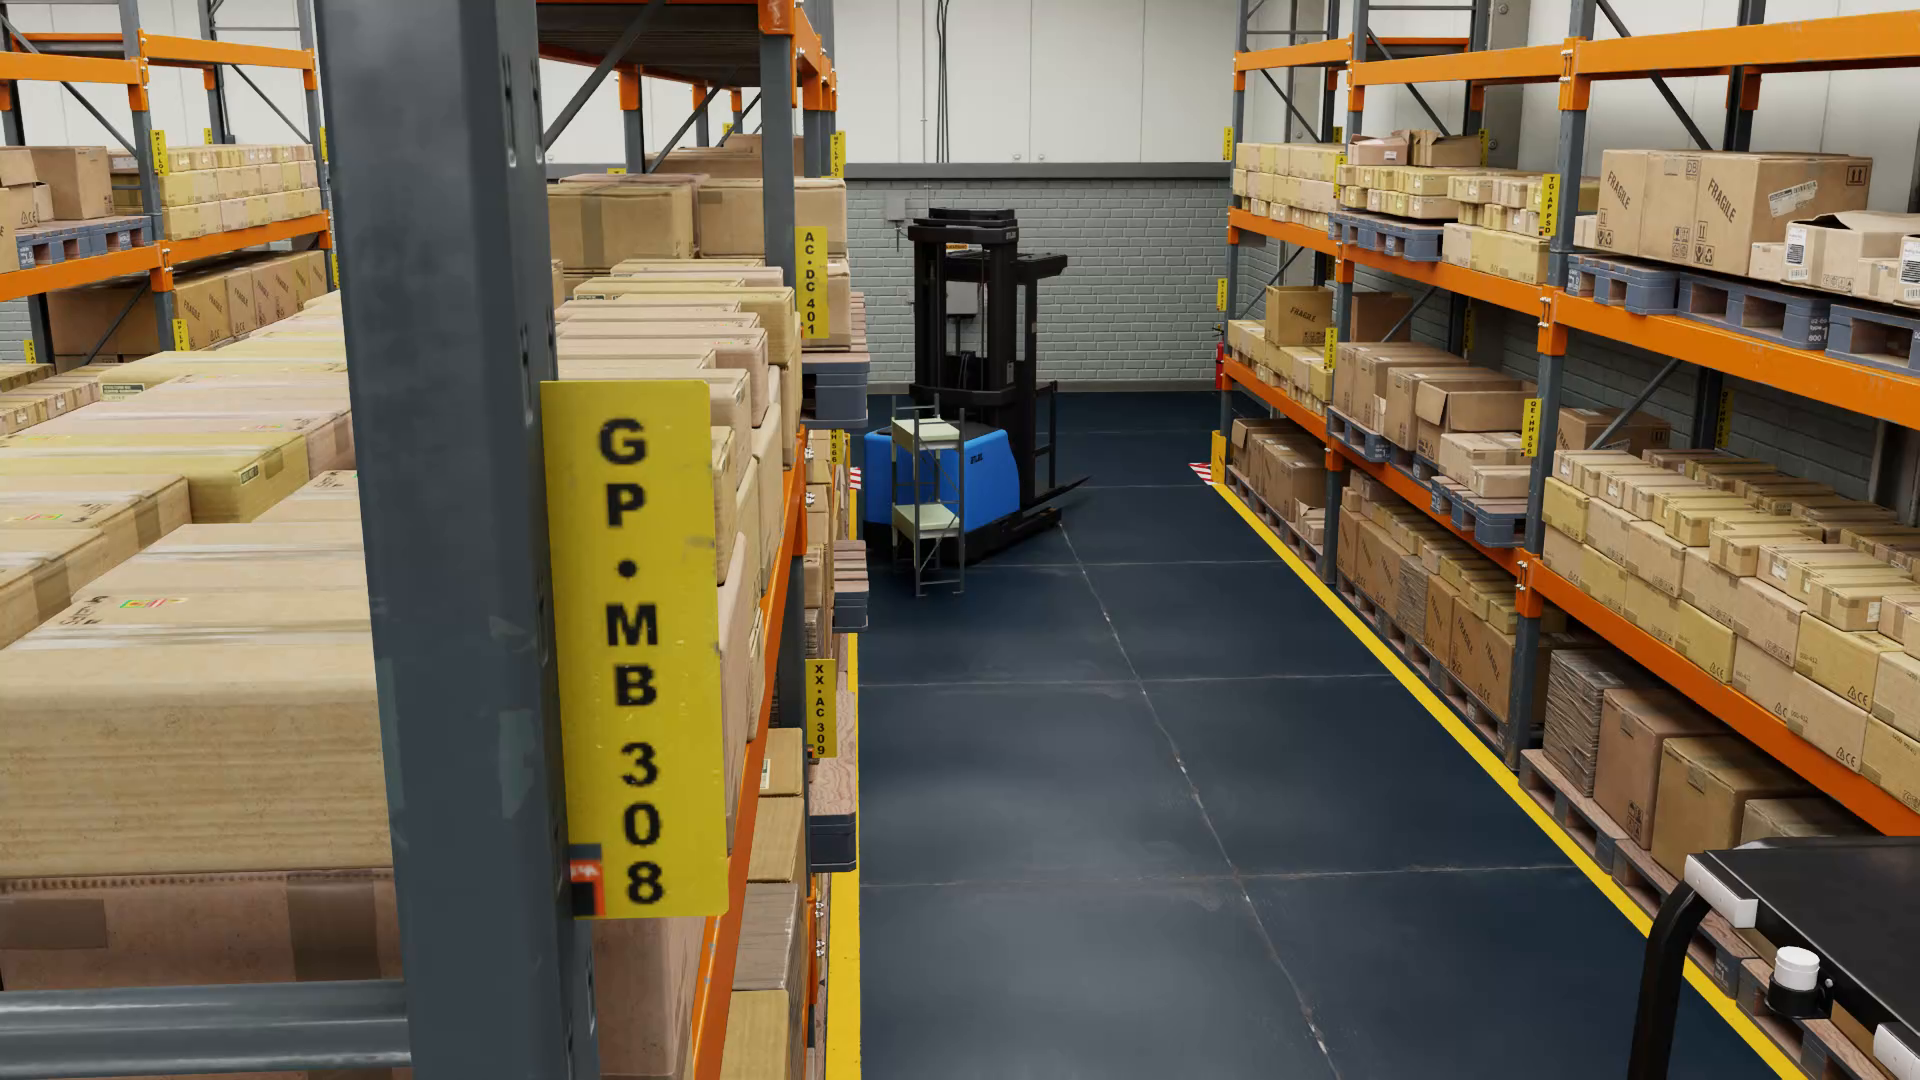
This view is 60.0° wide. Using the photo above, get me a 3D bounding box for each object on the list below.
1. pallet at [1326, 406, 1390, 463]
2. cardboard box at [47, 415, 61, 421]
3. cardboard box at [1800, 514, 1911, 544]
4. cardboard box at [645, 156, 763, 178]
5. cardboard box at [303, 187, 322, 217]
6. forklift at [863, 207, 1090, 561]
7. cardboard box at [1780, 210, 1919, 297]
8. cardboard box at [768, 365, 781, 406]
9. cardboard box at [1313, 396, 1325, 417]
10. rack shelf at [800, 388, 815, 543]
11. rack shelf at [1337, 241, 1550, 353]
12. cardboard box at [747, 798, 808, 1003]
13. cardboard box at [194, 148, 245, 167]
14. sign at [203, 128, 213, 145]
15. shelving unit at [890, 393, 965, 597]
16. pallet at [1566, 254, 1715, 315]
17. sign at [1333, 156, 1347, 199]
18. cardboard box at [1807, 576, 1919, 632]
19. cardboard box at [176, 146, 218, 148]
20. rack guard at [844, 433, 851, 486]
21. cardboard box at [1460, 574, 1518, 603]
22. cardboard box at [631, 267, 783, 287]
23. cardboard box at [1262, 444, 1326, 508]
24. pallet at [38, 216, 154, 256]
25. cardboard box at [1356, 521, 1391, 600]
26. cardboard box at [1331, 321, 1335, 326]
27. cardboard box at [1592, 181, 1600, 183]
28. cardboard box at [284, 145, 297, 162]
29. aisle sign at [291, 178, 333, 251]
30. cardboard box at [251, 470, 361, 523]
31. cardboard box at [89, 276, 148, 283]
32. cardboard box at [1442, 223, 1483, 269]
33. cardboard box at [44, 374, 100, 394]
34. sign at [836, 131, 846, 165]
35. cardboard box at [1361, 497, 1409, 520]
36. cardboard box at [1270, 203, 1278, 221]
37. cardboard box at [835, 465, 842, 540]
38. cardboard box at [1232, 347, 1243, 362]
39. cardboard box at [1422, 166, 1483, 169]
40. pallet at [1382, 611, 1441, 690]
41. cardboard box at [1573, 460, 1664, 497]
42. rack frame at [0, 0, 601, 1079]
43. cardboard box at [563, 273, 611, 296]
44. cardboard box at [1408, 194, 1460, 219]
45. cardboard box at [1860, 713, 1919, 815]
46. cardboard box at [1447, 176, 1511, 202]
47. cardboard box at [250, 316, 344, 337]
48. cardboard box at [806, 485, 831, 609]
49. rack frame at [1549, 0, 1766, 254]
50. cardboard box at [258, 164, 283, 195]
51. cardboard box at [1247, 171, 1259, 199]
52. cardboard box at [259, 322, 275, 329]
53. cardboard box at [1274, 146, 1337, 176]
[{"bbox_3d":[3.420,-0.815,12.559,1.003,0.211,1.213,-1,14,-3],"label":"pallet"},{"bbox_3d":[-6.102,-0.731,10.913,0.380,0.149,0.250,-1,14,-3],"label":"cardboard box"},{"bbox_3d":[4.064,-0.017,7.569,0.380,0.149,0.250,0,14,-2],"label":"cardboard box"},{"bbox_3d":[-1.401,-1.833,9.062,0.797,0.503,0.637,-2,15,-7],"label":"cardboard box"},{"bbox_3d":[-6.365,-3.195,15.705,0.500,0.250,0.500,-1,14,-5],"label":"cardboard box"},{"bbox_3d":[0.296,-1.557,15.195,1.130,2.935,3.031,8,16,27],"label":"forklift"},{"bbox_3d":[3.639,-1.147,6.581,0.500,0.311,0.500,-1,14,-5],"label":"cardboard box"},{"bbox_3d":[-0.634,-0.207,3.495,0.500,0.250,0.500,-1,14,-4],"label":"cardboard box"},{"bbox_3d":[3.170,-1.126,13.889,0.380,0.149,0.250,0,14,-2],"label":"cardboard box"},{"bbox_3d":[-1.103,-0.643,6.929,1.077,0.370,4.000,-1,14,-3],"label":"rack shelf"},{"bbox_3d":[3.603,-1.715,11.097,1.077,0.370,4.000,-1,14,-3],"label":"rack shelf"},{"bbox_3d":[-0.665,1.001,4.318,0.500,0.500,0.500,0,14,-2],"label":"cardboard box"},{"bbox_3d":[-6.248,-3.213,13.972,0.380,0.149,0.250,-1,14,-5],"label":"cardboard box"},{"bbox_3d":[-7.198,-3.791,15.969,0.100,0.325,0.005,-1,14,-3],"label":"sign"},{"bbox_3d":[-0.265,-0.377,13.481,0.431,1.500,0.755,-4,15,-16],"label":"shelving unit"},{"bbox_3d":[3.858,-1.307,8.447,1.213,0.211,1.003,0,14,-1],"label":"pallet"},{"bbox_3d":[2.938,-2.801,12.836,0.100,0.325,0.005,-1,14,-3],"label":"sign"},{"bbox_3d":[3.587,0.248,6.539,0.380,0.149,0.250,-1,14,-5],"label":"cardboard box"},{"bbox_3d":[-6.786,-3.400,14.698,0.380,0.149,0.250,0,14,-2],"label":"cardboard box"},{"bbox_3d":[-1.724,-0.821,17.213,1.175,0.500,0.348,-1,14,-3],"label":"rack guard"},{"bbox_3d":[3.424,0.327,10.607,0.380,0.149,0.250,-1,14,-5],"label":"cardboard box"},{"bbox_3d":[-0.649,-0.619,4.298,0.380,0.149,0.250,-1,14,-5],"label":"cardboard box"},{"bbox_3d":[3.122,-0.596,15.497,0.500,0.500,0.500,-1,14,-2],"label":"cardboard box"},{"bbox_3d":[-6.477,-2.136,11.664,1.213,0.211,1.003,-1,14,-3],"label":"pallet"},{"bbox_3d":[3.327,0.155,12.578,0.500,0.500,0.500,-1,14,-4],"label":"cardboard box"},{"bbox_3d":[3.525,-2.064,16.733,0.500,0.250,0.500,0,14,-2],"label":"cardboard box"},{"bbox_3d":[3.977,-2.051,9.863,0.380,0.149,0.250,-1,14,-4],"label":"cardboard box"},{"bbox_3d":[-6.404,-3.599,15.470,0.380,0.149,0.250,-1,14,-3],"label":"cardboard box"},{"bbox_3d":[-6.362,-3.206,16.249,0.394,0.787,0.004,-1,14,-3],"label":"aisle sign"},{"bbox_3d":[-0.535,0.019,1.815,0.380,0.149,0.250,-1,14,-3],"label":"cardboard box"},{"bbox_3d":[-6.745,-1.847,13.381,0.500,0.500,0.500,-1,14,-5],"label":"cardboard box"},{"bbox_3d":[3.390,-1.867,10.543,0.500,0.250,0.500,-1,14,-3],"label":"cardboard box"},{"bbox_3d":[-6.158,-1.071,11.637,0.380,0.149,0.250,-1,14,-5],"label":"cardboard box"},{"bbox_3d":[-1.180,-3.874,16.424,0.100,0.325,0.005,-1,14,-3],"label":"sign"},{"bbox_3d":[3.330,-0.254,12.866,0.380,0.149,0.250,-1,14,-5],"label":"cardboard box"},{"bbox_3d":[3.017,-2.968,15.028,0.380,0.149,0.250,-1,14,-3],"label":"cardboard box"},{"bbox_3d":[-1.356,-0.052,12.630,0.875,0.875,0.875,0,14,-2],"label":"cardboard box"},{"bbox_3d":[2.978,-1.895,16.877,0.380,0.149,0.250,-1,14,-4],"label":"cardboard box"},{"bbox_3d":[3.652,-2.699,12.340,0.380,0.149,0.250,-1,14,-3],"label":"cardboard box"},{"bbox_3d":[3.646,0.748,11.695,1.003,0.211,1.213,-1,14,-3],"label":"pallet"},{"bbox_3d":[3.471,-0.326,8.771,0.380,0.149,0.250,-1,14,-2],"label":"cardboard box"},{"bbox_3d":[-0.728,-0.952,0.666,0.949,2.616,0.053,-1,14,-3],"label":"rack frame"},{"bbox_3d":[-1.160,-0.768,5.428,0.500,0.250,0.500,-1,14,-5],"label":"cardboard box"},{"bbox_3d":[3.222,-2.229,11.110,0.380,0.149,0.250,-1,14,-2],"label":"cardboard box"},{"bbox_3d":[3.683,0.833,6.071,0.500,0.250,0.500,-1,14,-2],"label":"cardboard box"},{"bbox_3d":[3.330,-2.234,10.574,0.380,0.149,0.250,-1,14,-3],"label":"cardboard box"},{"bbox_3d":[-1.150,-0.352,3.258,0.380,0.149,0.250,-1,14,-4],"label":"cardboard box"},{"bbox_3d":[-0.813,0.067,7.107,0.500,0.500,0.500,-1,15,-6],"label":"cardboard box"},{"bbox_3d":[3.727,-3.019,8.700,1.000,3.000,0.127,-1,14,-3],"label":"rack frame"},{"bbox_3d":[-6.312,-3.181,14.647,0.500,0.250,0.500,-1,14,-3],"label":"cardboard box"},{"bbox_3d":[3.038,-3.386,15.853,0.500,0.250,0.500,-1,14,-2],"label":"cardboard box"},{"bbox_3d":[-6.284,-1.630,14.545,0.500,0.500,0.500,0,14,-1],"label":"cardboard box"},{"bbox_3d":[3.107,-3.377,14.812,0.500,0.250,0.500,0,14,-2],"label":"cardboard box"}]
